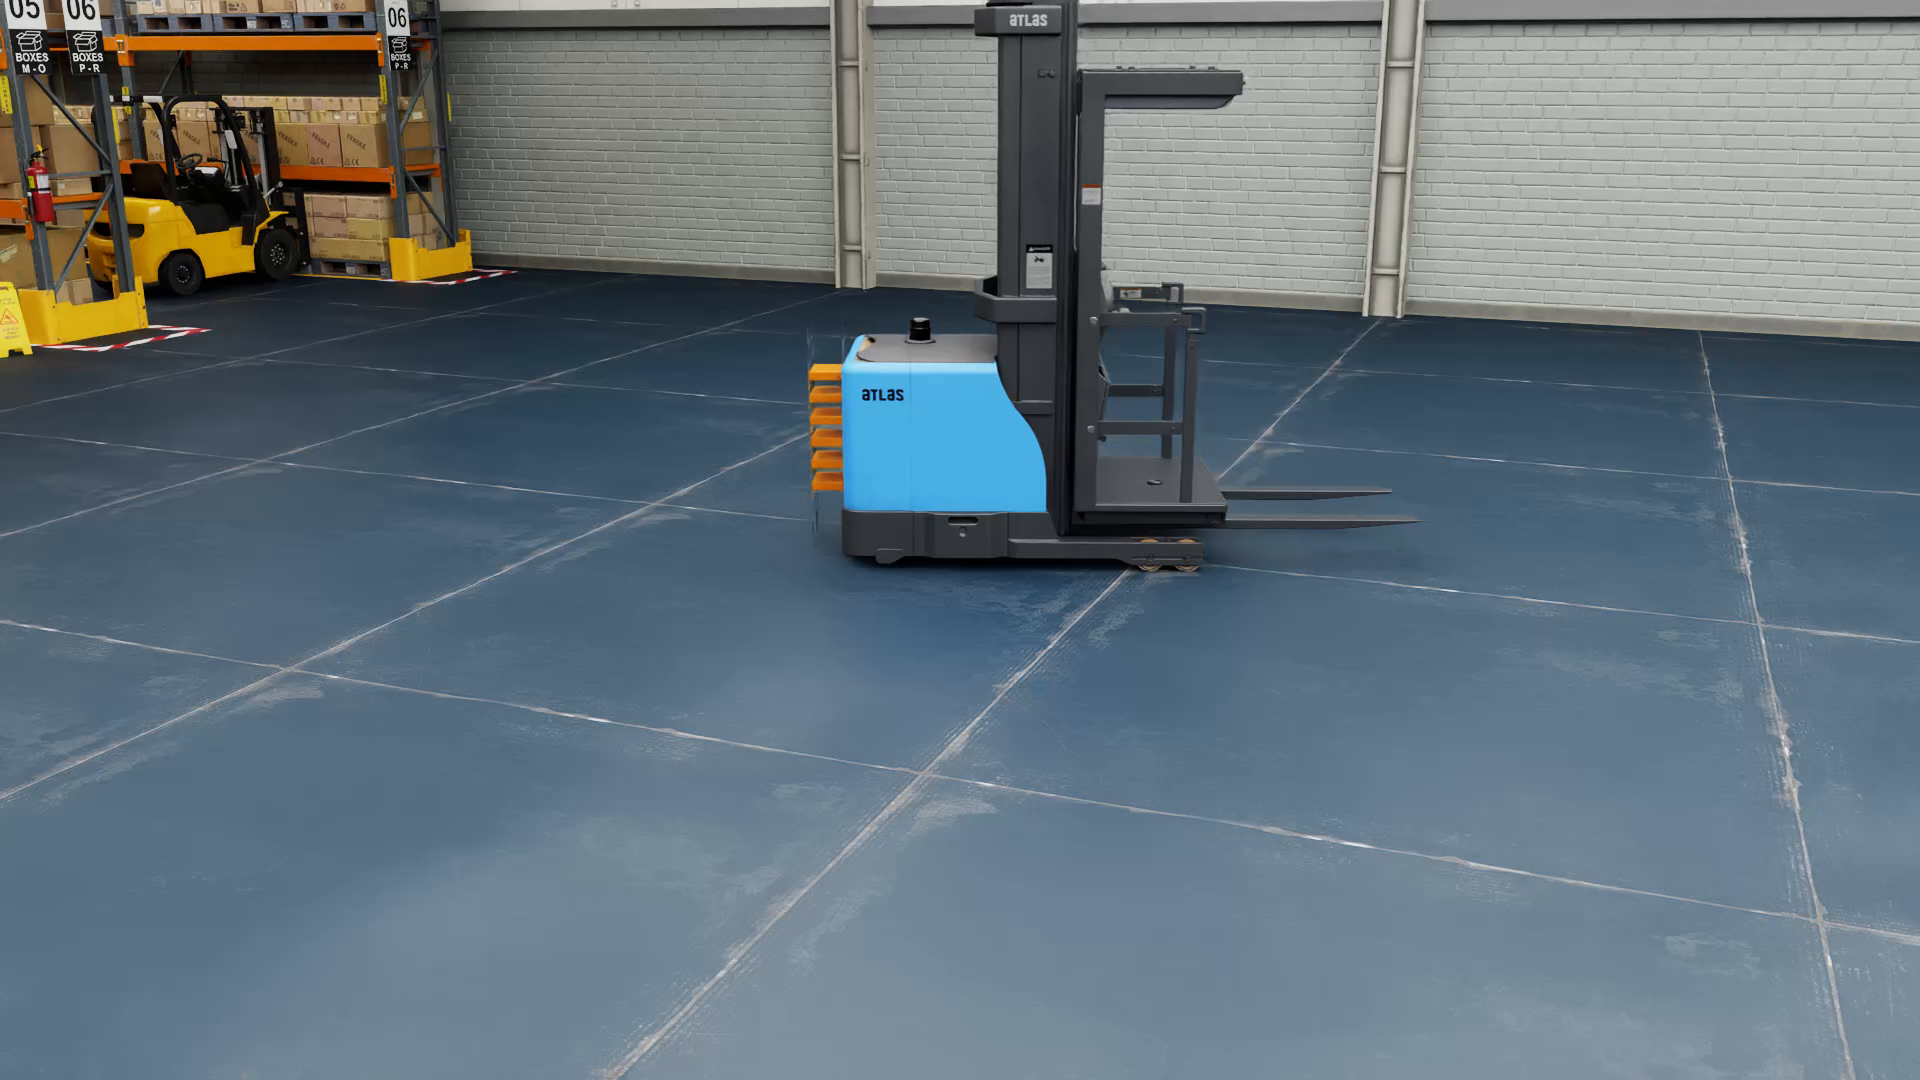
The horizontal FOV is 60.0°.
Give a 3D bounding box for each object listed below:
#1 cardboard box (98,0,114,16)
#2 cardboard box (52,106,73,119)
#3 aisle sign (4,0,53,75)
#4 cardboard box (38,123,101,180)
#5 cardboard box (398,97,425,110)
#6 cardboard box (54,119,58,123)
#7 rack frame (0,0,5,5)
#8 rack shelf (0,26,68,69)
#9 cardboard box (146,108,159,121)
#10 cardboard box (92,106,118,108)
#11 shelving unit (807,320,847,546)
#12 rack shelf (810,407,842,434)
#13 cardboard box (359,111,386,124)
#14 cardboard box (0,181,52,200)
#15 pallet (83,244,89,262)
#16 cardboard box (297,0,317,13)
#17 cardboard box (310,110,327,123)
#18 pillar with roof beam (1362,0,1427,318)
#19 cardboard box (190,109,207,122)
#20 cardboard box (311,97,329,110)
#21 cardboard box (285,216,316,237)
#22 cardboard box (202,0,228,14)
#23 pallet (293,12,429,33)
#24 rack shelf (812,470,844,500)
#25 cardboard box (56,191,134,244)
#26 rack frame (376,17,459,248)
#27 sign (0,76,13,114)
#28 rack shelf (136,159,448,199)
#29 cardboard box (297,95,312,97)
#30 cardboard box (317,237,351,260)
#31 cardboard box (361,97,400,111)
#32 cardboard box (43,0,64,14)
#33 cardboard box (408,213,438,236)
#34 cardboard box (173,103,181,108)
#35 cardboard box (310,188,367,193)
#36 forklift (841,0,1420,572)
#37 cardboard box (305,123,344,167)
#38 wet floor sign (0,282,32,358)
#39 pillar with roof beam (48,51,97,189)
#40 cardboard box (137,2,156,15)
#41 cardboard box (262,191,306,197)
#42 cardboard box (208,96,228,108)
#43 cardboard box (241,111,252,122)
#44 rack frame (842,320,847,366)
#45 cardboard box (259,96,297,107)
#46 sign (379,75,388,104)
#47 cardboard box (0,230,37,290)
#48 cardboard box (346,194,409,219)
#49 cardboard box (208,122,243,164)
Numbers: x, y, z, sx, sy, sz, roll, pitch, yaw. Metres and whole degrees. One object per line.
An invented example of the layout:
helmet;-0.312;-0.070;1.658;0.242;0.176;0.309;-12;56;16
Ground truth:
cardboard box;-10.950;-6.756;20.912;0.500;0.311;0.500;6;17;19
cardboard box;-11.556;-5.530;21.501;0.250;0.149;0.380;6;17;19
aisle sign;-8.333;-4.568;14.864;0.004;0.787;0.394;6;17;21
cardboard box;-8.623;-3.712;15.867;0.500;0.500;0.500;6;17;20
cardboard box;-6.701;-5.281;20.107;0.250;0.149;0.380;6;17;20
cardboard box;-11.693;-5.354;21.609;0.500;0.250;0.500;7;17;22
rack frame;-8.284;-6.282;14.671;0.127;3.000;1.000;6;17;21
rack shelf;-10.145;-4.700;15.894;4.000;0.370;1.077;6;17;21
cardboard box;-9.988;-5.356;20.901;0.250;0.149;0.380;6;17;20
cardboard box;-10.834;-5.456;21.245;0.250;0.149;0.380;6;17;20
shelving unit;-0.707;-0.575;9.002;0.189;1.200;0.258;0;16;1
rack shelf;-0.707;-0.648;8.981;0.180;0.103;0.258;0;16;1
cardboard box;-6.892;-5.011;19.711;0.250;0.149;0.380;7;17;21
cardboard box;-8.711;-3.263;15.483;0.250;0.149;0.380;7;18;22
pallet;-10.887;-3.824;21.966;1.213;0.211;1.003;6;17;21
cardboard box;-7.585;-6.346;19.581;0.258;0.266;0.396;6;17;21
cardboard box;-7.586;-5.100;20.018;0.250;0.149;0.380;6;17;20
pillar with roof beam;2.800;-5.530;12.083;0.400;9.000;9.100;6;17;21
cardboard box;-9.291;-5.266;20.591;0.250;0.149;0.380;7;17;22
cardboard box;-7.576;-5.254;20.017;0.250;0.149;0.380;6;17;21
cardboard box;-7.985;-3.880;20.440;0.500;0.250;0.500;6;17;19
cardboard box;-8.918;-6.493;20.086;0.258;0.266;0.396;6;17;19
pallet;-7.115;-6.166;19.810;1.213;0.211;1.003;6;17;21
rack shelf;-0.707;-0.302;9.082;0.180;0.103;0.258;0;16;1
cardboard box;-11.396;-4.291;22.079;0.625;0.625;0.875;6;17;20
rack frame;-6.467;-4.688;19.943;0.127;3.000;1.000;6;17;21
sign;-8.507;-3.967;14.813;0.005;0.325;0.100;6;17;21
rack shelf;-8.327;-4.548;20.748;4.000;0.370;1.077;6;17;21
cardboard box;-8.129;-5.446;20.677;0.250;0.149;0.380;6;17;21
cardboard box;-7.479;-3.589;20.335;0.500;0.250;0.500;6;17;21
cardboard box;-6.877;-5.173;19.735;0.250;0.149;0.380;6;17;21
cardboard box;-8.654;-5.033;15.484;0.500;0.250;0.500;6;17;20
cardboard box;-6.828;-3.912;20.549;0.500;0.250;0.500;7;17;22
cardboard box;-9.717;-5.492;20.834;0.250;0.149;0.380;7;17;21
cardboard box;-7.772;-4.252;20.826;0.500;0.250;0.500;6;17;20
forklift;0.905;-1.394;8.718;3.031;2.935;1.130;0;16;1
cardboard box;-7.500;-4.774;20.059;0.500;0.500;0.500;7;18;22
wet floor sign;-8.500;-1.973;14.813;0.232;0.644;0.267;14;21;40
pillar with roof beam;-13.945;-7.372;18.426;0.400;9.000;9.100;6;17;21
cardboard box;-9.882;-6.543;20.468;0.250;0.149;0.380;7;17;22
cardboard box;-8.428;-4.170;20.541;0.500;0.250;0.500;6;17;20
cardboard box;-9.030;-5.391;20.486;0.250;0.149;0.380;6;17;20
cardboard box;-8.557;-5.193;20.338;0.250;0.149;0.380;6;17;19
rack frame;-0.616;-0.575;9.001;0.006;1.200;0.240;0;16;1
cardboard box;-8.306;-5.328;20.271;0.250;0.149;0.380;7;17;21
sign;-6.679;-5.219;19.269;0.005;0.325;0.100;6;17;21
cardboard box;-9.125;-2.656;15.777;0.500;0.500;0.500;6;17;21
cardboard box;-7.009;-4.016;20.012;0.500;0.250;0.500;7;18;22
cardboard box;-8.909;-4.932;20.603;0.500;0.500;0.500;6;17;20
